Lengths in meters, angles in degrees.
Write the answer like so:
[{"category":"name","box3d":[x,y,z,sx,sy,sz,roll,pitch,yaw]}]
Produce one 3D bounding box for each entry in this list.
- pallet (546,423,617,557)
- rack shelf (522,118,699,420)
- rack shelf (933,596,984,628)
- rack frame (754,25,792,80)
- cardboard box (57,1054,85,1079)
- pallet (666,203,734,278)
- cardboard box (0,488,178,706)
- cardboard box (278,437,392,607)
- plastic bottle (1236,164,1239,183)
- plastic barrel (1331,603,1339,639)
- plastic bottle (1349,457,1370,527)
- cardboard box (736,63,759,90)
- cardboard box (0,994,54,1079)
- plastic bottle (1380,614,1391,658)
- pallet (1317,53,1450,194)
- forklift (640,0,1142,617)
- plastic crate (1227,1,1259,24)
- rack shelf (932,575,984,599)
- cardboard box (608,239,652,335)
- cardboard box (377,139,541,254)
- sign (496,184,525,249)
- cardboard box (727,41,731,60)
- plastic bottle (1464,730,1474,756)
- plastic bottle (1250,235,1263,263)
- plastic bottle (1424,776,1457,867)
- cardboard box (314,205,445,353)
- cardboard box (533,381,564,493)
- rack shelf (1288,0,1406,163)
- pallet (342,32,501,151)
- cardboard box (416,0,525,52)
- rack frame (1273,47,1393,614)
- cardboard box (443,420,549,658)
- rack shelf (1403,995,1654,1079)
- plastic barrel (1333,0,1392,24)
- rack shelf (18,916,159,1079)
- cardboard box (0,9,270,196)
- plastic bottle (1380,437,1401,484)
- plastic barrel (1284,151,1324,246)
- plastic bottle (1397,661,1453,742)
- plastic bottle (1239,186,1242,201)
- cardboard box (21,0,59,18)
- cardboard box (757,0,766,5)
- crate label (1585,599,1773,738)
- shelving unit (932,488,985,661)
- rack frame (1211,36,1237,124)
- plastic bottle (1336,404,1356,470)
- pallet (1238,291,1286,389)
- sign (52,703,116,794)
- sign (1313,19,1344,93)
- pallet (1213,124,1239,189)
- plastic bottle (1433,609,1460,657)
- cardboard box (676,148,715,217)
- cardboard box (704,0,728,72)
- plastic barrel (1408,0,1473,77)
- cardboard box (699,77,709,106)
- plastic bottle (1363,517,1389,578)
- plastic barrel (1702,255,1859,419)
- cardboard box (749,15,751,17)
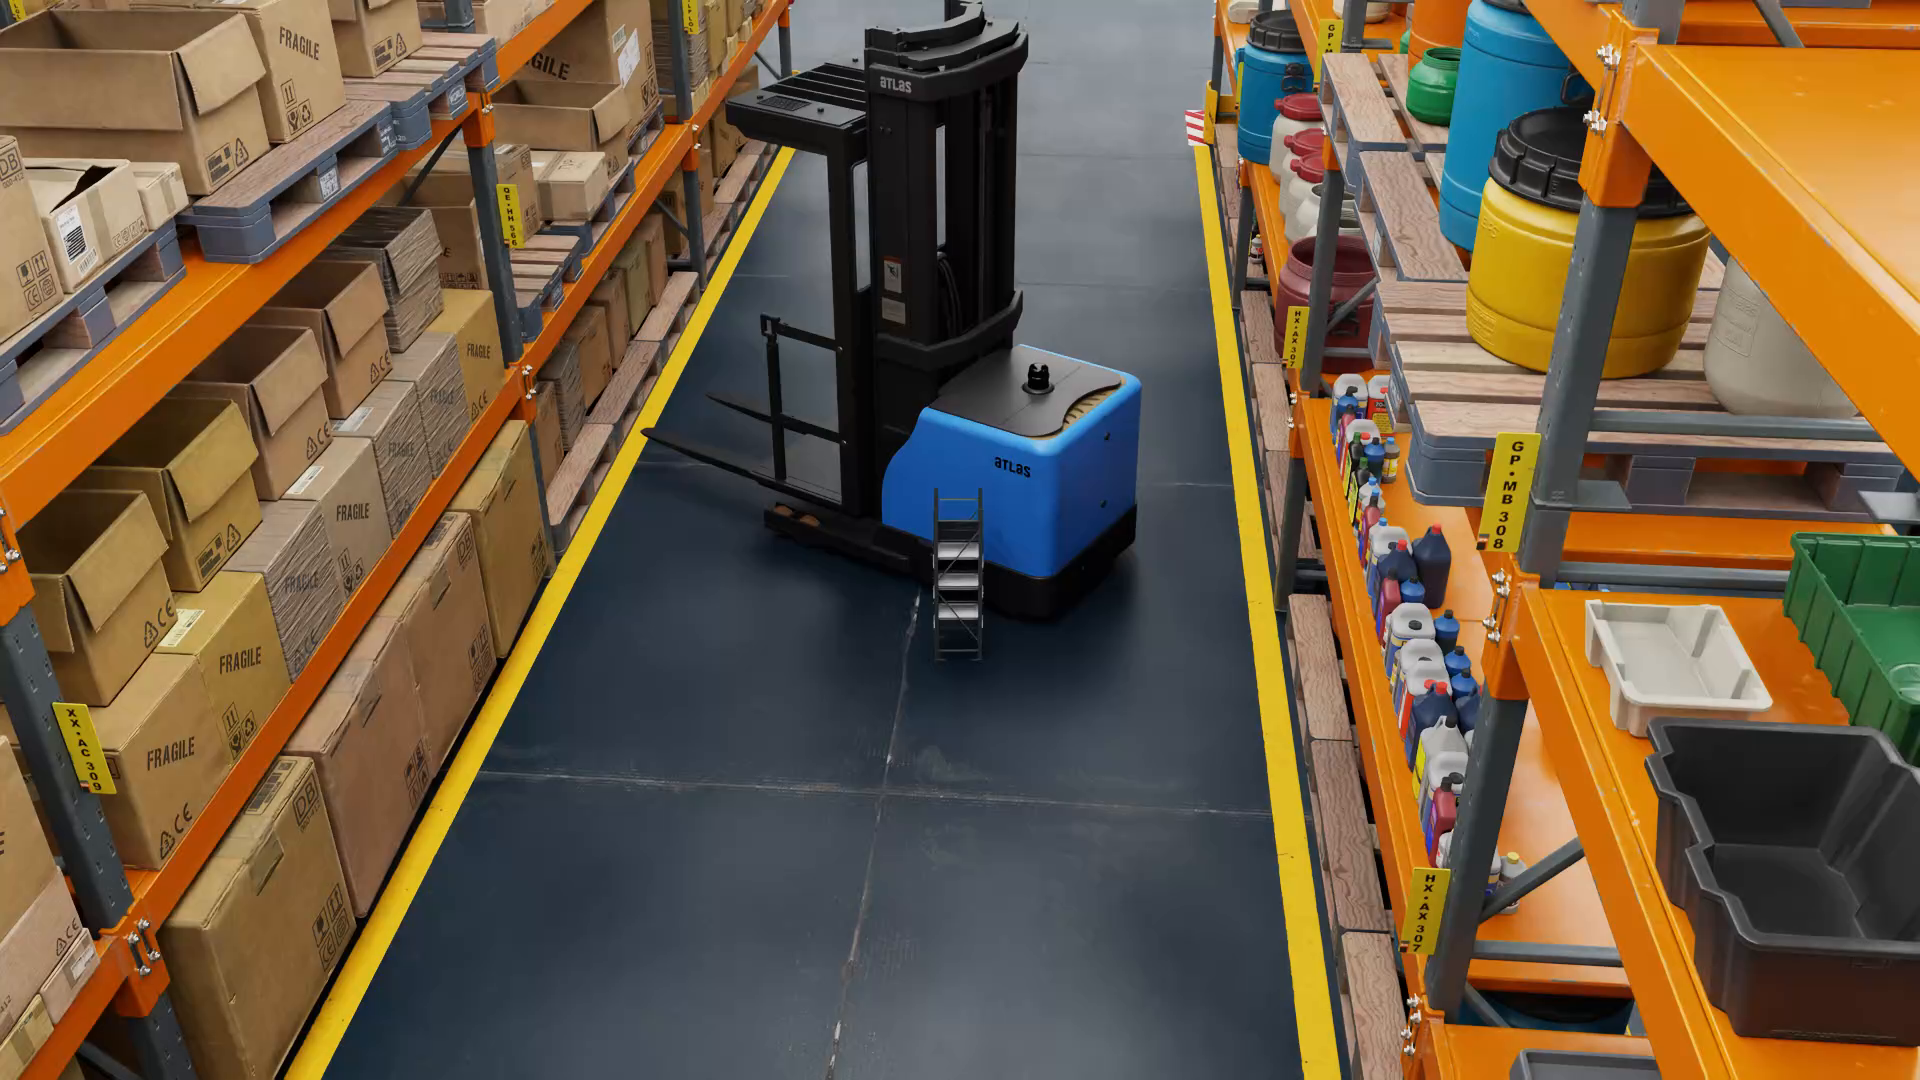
[{"category":"pallet","box3d":[-2.685,-0.331,9.866,1.003,0.211,1.213,2,32,4]},{"category":"rack shelf","box3d":[-2.587,-1.849,10.357,1.077,0.370,4.000,2,32,4]},{"category":"rack shelf","box3d":[-0.009,0.362,8.492,0.258,0.077,0.200,0,32,0]},{"category":"rack frame","box3d":[-2.099,-5.293,15.260,1.000,3.000,0.127,2,32,4]},{"category":"cardboard box","box3d":[-3.209,2.050,4.970,0.875,0.875,0.875,2,32,4]},{"category":"pallet","box3d":[-2.405,-2.367,13.169,1.003,0.211,1.213,2,32,4]},{"category":"cardboard box","box3d":[-3.032,0.178,5.331,0.797,0.503,0.637,2,32,3]},{"category":"cardboard box","box3d":[-2.671,-0.085,6.714,0.500,0.500,0.500,3,32,5]},{"category":"plastic bottle","box3d":[2.371,-3.088,13.930,0.097,0.201,0.097,0,32,0]},{"category":"plastic barrel","box3d":[2.164,0.104,8.171,0.600,0.830,0.708,2,32,4]},{"category":"plastic bottle","box3d":[1.716,-0.205,7.115,0.061,0.283,0.133,2,32,4]},{"category":"cardboard box","box3d":[-2.166,-4.082,15.277,0.500,0.500,0.500,8,33,13]},{"category":"cardboard box","box3d":[-2.795,1.397,4.643,0.380,0.149,0.250,3,32,5]},{"category":"plastic bottle","box3d":[1.654,0.350,6.292,0.097,0.201,0.097,0,32,0]},{"category":"pallet","box3d":[2.027,-1.699,6.749,1.003,0.211,1.213,2,32,4]},{"category":"forklift","box3d":[-0.519,-1.429,9.056,3.031,2.935,1.130,19,37,28]},{"category":"plastic crate","box3d":[2.444,-4.515,14.248,0.298,0.136,0.250,2,32,4]},{"category":"rack shelf","box3d":[-0.009,0.209,8.397,0.258,0.077,0.200,0,32,0]},{"category":"cardboard box","box3d":[-2.553,-1.756,11.483,0.700,0.500,0.500,2,32,4]},{"category":"cardboard box","box3d":[-2.800,-1.911,9.277,0.700,0.500,0.500,7,32,11]},{"category":"sign","box3d":[-2.197,-1.580,8.132,0.100,0.325,0.005,2,32,4]},{"category":"cardboard box","box3d":[-2.030,-3.848,13.155,0.380,0.149,0.250,2,32,4]},{"category":"plastic bottle","box3d":[1.753,0.726,5.540,0.144,0.351,0.185,2,32,4]},{"category":"plastic bottle","box3d":[2.231,-2.189,12.470,0.097,0.201,0.097,0,32,0]},{"category":"plastic bottle","box3d":[1.544,0.901,5.321,0.061,0.283,0.133,2,32,4]},{"category":"cardboard box","box3d":[-2.826,-1.198,7.563,0.797,0.503,0.637,3,32,6]},{"category":"cardboard box","box3d":[-2.715,-0.584,9.582,0.700,0.500,0.500,1,32,1]},{"category":"rack shelf","box3d":[2.349,-2.914,9.227,1.077,0.370,4.000,2,32,4]},{"category":"pallet","box3d":[-2.750,-1.967,7.184,1.213,0.211,1.003,4,32,6]},{"category":"cardboard box","box3d":[-2.458,-2.558,8.105,0.500,0.250,0.500,3,32,5]},{"category":"rack frame","box3d":[2.187,-0.898,8.128,1.000,3.000,0.127,2,32,4]},{"category":"cardboard box","box3d":[-2.827,-0.024,8.335,1.225,0.875,0.875,1,32,2]},{"category":"rack shelf","box3d":[1.698,2.546,3.226,1.077,0.370,4.000,2,32,4]},{"category":"plastic barrel","box3d":[2.057,-2.791,8.473,0.301,0.262,0.301,0,32,0]},{"category":"rack shelf","box3d":[-3.239,2.334,3.569,1.077,0.370,4.000,2,32,4]},{"category":"cardboard box","box3d":[-2.895,-1.540,5.813,0.797,0.503,0.637,2,32,3]},{"category":"plastic bottle","box3d":[1.917,-0.363,7.450,0.097,0.201,0.097,0,32,0]},{"category":"plastic barrel","box3d":[2.121,-1.947,9.700,0.433,0.535,0.433,0,32,0]},{"category":"plastic bottle","box3d":[1.642,0.572,5.862,0.152,0.276,0.135,2,32,4]},{"category":"plastic bottle","box3d":[2.336,-2.859,13.558,0.097,0.201,0.097,0,32,0]},{"category":"cardboard box","box3d":[-7.295,-4.181,12.283,0.875,0.550,0.550,2,32,4]},{"category":"cardboard box","box3d":[-2.092,-4.909,14.258,0.875,0.500,0.500,2,32,4]},{"category":"crate label","box3d":[1.533,0.272,3.621,0.293,0.136,0.466,2,32,4]},{"category":"shelving unit","box3d":[-0.009,0.180,8.380,0.258,0.900,0.210,0,32,0]},{"category":"rack frame","box3d":[2.838,-5.081,14.916,1.000,3.000,0.127,2,32,4]},{"category":"plastic bottle","box3d":[1.757,-0.466,7.538,0.061,0.283,0.133,2,32,4]},{"category":"pallet","box3d":[2.487,-1.390,11.585,1.003,0.211,1.213,2,32,4]},{"category":"sign","box3d":[-2.522,0.603,4.793,0.100,0.325,0.005,2,32,4]},{"category":"sign","box3d":[1.638,-2.150,7.401,0.100,0.325,0.005,2,32,4]},{"category":"pallet","box3d":[2.807,-3.428,14.891,1.003,0.211,1.213,2,32,4]},{"category":"plastic bottle","box3d":[1.797,0.378,6.181,0.097,0.271,0.097,0,32,0]},{"category":"cardboard box","box3d":[-2.313,-2.823,13.234,0.500,0.500,0.500,13,34,19]},{"category":"cardboard box","box3d":[-2.250,-3.863,12.561,0.875,0.500,0.500,2,32,4]},{"category":"plastic barrel","box3d":[2.137,-2.240,6.637,0.600,0.830,0.708,2,32,4]},{"category":"cardboard box","box3d":[-2.074,-3.324,12.304,0.380,0.149,0.250,2,32,4]},{"category":"plastic bottle","box3d":[1.698,0.033,6.741,0.097,0.271,0.097,0,32,0]},{"category":"plastic barrel","box3d":[2.154,-0.584,4.231,0.433,0.535,0.433,0,32,0]},{"category":"cardboard box","box3d":[-2.004,-4.505,14.221,0.380,0.149,0.250,2,32,4]}]
